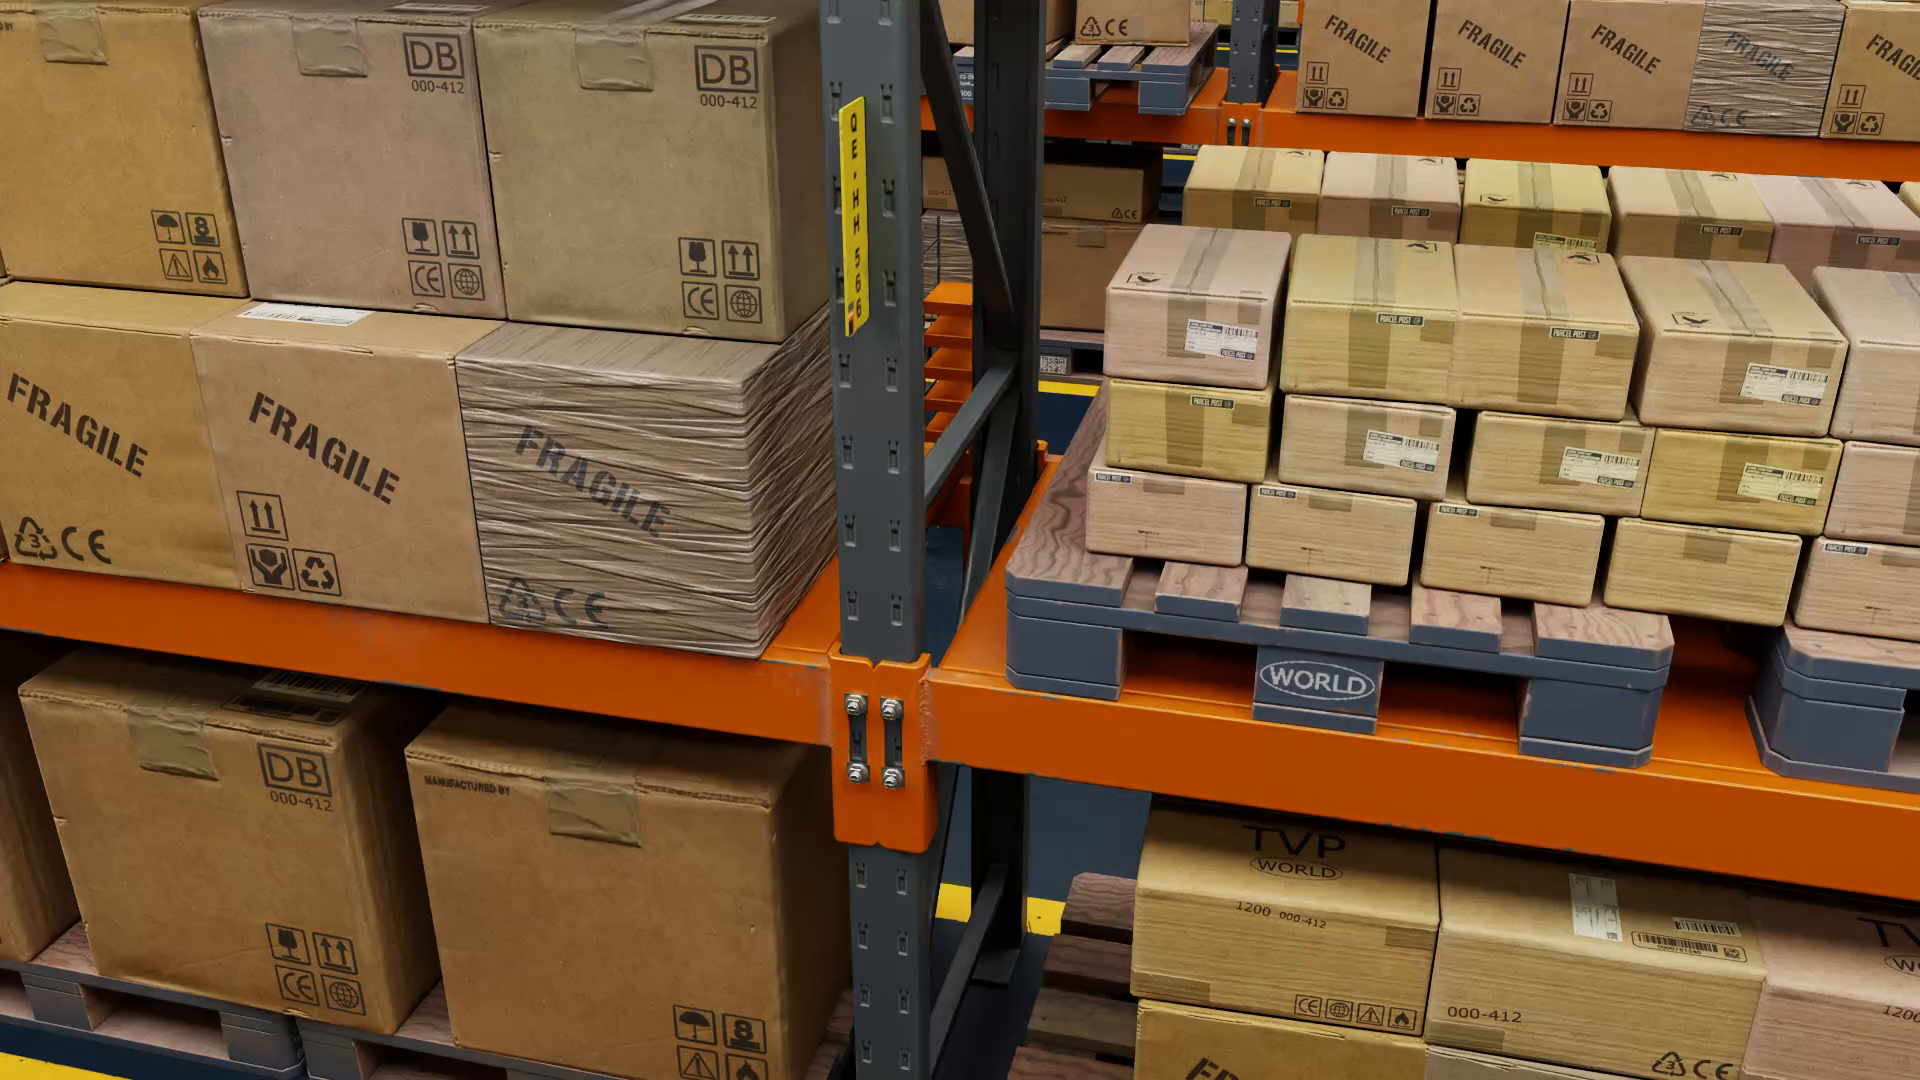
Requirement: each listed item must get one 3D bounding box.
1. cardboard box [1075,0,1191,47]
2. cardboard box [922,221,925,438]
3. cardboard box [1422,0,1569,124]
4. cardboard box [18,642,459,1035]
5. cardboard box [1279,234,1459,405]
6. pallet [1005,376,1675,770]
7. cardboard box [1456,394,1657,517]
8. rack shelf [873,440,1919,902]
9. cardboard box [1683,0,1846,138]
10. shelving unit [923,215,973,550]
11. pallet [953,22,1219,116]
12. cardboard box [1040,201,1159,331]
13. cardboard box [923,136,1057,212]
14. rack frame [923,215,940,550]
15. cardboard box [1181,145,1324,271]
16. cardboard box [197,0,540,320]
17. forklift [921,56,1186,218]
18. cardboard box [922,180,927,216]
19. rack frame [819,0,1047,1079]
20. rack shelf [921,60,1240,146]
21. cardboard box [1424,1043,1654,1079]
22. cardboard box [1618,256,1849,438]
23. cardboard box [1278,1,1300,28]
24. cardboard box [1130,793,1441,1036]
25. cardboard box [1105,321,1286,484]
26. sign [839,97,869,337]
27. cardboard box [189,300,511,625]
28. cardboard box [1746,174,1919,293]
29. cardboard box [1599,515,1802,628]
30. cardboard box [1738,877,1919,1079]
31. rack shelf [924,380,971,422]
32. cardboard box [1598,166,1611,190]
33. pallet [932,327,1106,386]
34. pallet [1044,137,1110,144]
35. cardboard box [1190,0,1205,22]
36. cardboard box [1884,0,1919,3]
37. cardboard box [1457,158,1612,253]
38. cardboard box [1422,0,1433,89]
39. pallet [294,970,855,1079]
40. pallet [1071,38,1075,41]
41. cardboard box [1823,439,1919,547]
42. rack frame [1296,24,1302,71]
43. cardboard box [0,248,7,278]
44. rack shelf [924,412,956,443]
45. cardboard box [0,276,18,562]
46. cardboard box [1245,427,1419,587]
[{"bbox_3d":[0.785,-2.499,7.404,0.500,0.500,0.500,3,26,7],"label":"cardboard box"},{"bbox_3d":[-0.383,-0.374,3.430,0.500,0.500,0.500,7,26,14],"label":"cardboard box"},{"bbox_3d":[2.221,-2.048,6.946,0.500,0.500,0.500,6,26,12],"label":"cardboard box"},{"bbox_3d":[-1.430,0.463,3.917,0.750,0.750,1.050,7,26,14],"label":"cardboard box"},{"bbox_3d":[0.645,-0.356,2.619,0.250,0.149,0.380,6,26,12],"label":"cardboard box"},{"bbox_3d":[0.701,-0.050,3.089,1.003,0.211,1.213,6,26,13],"label":"pallet"},{"bbox_3d":[0.925,-0.188,2.614,0.250,0.149,0.380,5,26,11],"label":"cardboard box"},{"bbox_3d":[1.922,0.370,2.819,4.000,0.370,1.077,6,26,13],"label":"rack shelf"},{"bbox_3d":[3.202,-1.940,6.720,0.500,0.500,0.500,6,26,13],"label":"cardboard box"},{"bbox_3d":[-0.014,-0.543,5.995,0.189,1.200,0.258,6,26,13],"label":"shelving unit"},{"bbox_3d":[0.601,-2.168,7.537,1.003,0.211,1.213,6,26,13],"label":"pallet"},{"bbox_3d":[0.664,-1.356,8.005,0.500,0.500,0.700,5,26,10],"label":"cardboard box"},{"bbox_3d":[0.145,-1.743,7.945,0.500,0.250,0.500,9,27,19],"label":"cardboard box"},{"bbox_3d":[-0.103,-0.553,6.016,0.006,1.200,0.240,6,26,13],"label":"rack frame"},{"bbox_3d":[0.574,-0.652,3.241,0.250,0.149,0.380,5,26,11],"label":"cardboard box"},{"bbox_3d":[-0.938,-0.771,3.100,0.500,0.500,0.700,6,26,12],"label":"cardboard box"},{"bbox_3d":[0.225,-3.334,9.844,3.031,2.935,1.130,7,26,14],"label":"forklift"},{"bbox_3d":[-0.427,-1.468,8.240,0.500,0.500,0.700,9,27,17],"label":"cardboard box"},{"bbox_3d":[-0.015,-0.169,3.115,0.127,3.000,1.000,6,26,13],"label":"rack frame"},{"bbox_3d":[-0.619,-2.112,8.033,4.000,0.370,1.077,6,26,13],"label":"rack shelf"},{"bbox_3d":[1.094,1.005,3.069,0.500,0.500,0.500,7,26,14],"label":"cardboard box"},{"bbox_3d":[1.138,-0.299,2.500,0.250,0.149,0.380,5,26,11],"label":"cardboard box"},{"bbox_3d":[3.218,-5.249,16.497,0.500,0.250,0.500,7,26,14],"label":"cardboard box"},{"bbox_3d":[0.592,0.606,3.034,0.500,0.250,0.500,5,26,11],"label":"cardboard box"},{"bbox_3d":[0.403,-0.244,2.730,0.250,0.149,0.380,7,26,15],"label":"cardboard box"},{"bbox_3d":[-0.150,-0.460,2.380,0.005,0.325,0.100,6,26,13],"label":"sign"},{"bbox_3d":[-1.001,-0.204,3.073,0.500,0.500,0.500,6,26,13],"label":"cardboard box"},{"bbox_3d":[1.561,-0.541,3.008,0.250,0.149,0.380,6,26,13],"label":"cardboard box"},{"bbox_3d":[1.151,-0.027,2.621,0.250,0.149,0.380,8,26,15],"label":"cardboard box"},{"bbox_3d":[1.559,0.719,2.797,0.500,0.250,0.500,7,26,13],"label":"cardboard box"},{"bbox_3d":[-0.014,-0.503,6.014,0.180,0.103,0.258,6,26,13],"label":"rack shelf"},{"bbox_3d":[2.842,-1.272,7.415,0.875,0.875,1.225,6,26,13],"label":"cardboard box"},{"bbox_3d":[0.561,-1.048,8.205,1.213,0.211,1.003,6,26,13],"label":"pallet"},{"bbox_3d":[0.633,-3.256,12.844,1.213,0.211,1.003,6,26,13],"label":"pallet"},{"bbox_3d":[2.232,-5.358,16.725,0.500,0.250,0.500,7,26,14],"label":"cardboard box"},{"bbox_3d":[3.909,-2.436,6.593,0.637,0.503,0.797,7,26,14],"label":"cardboard box"},{"bbox_3d":[1.070,-0.596,3.124,0.250,0.149,0.380,7,26,15],"label":"cardboard box"},{"bbox_3d":[2.339,-2.262,7.396,0.500,0.500,0.500,6,26,13],"label":"cardboard box"},{"bbox_3d":[-0.760,0.975,3.957,1.213,0.211,1.003,6,26,13],"label":"pallet"},{"bbox_3d":[1.823,-5.323,17.186,1.213,0.211,1.003,6,26,13],"label":"pallet"},{"bbox_3d":[1.411,-0.134,2.501,0.250,0.149,0.380,6,26,13],"label":"cardboard box"},{"bbox_3d":[2.551,-4.285,11.760,0.127,3.000,1.000,6,26,13],"label":"rack frame"},{"bbox_3d":[-1.930,-0.880,3.329,0.500,0.500,0.700,6,26,12],"label":"cardboard box"},{"bbox_3d":[-0.014,-0.395,6.066,0.180,0.103,0.258,6,26,13],"label":"rack shelf"},{"bbox_3d":[-1.983,-0.311,3.297,0.500,0.500,0.500,7,26,14],"label":"cardboard box"},{"bbox_3d":[0.628,-0.084,2.741,0.250,0.149,0.380,8,26,16],"label":"cardboard box"}]
